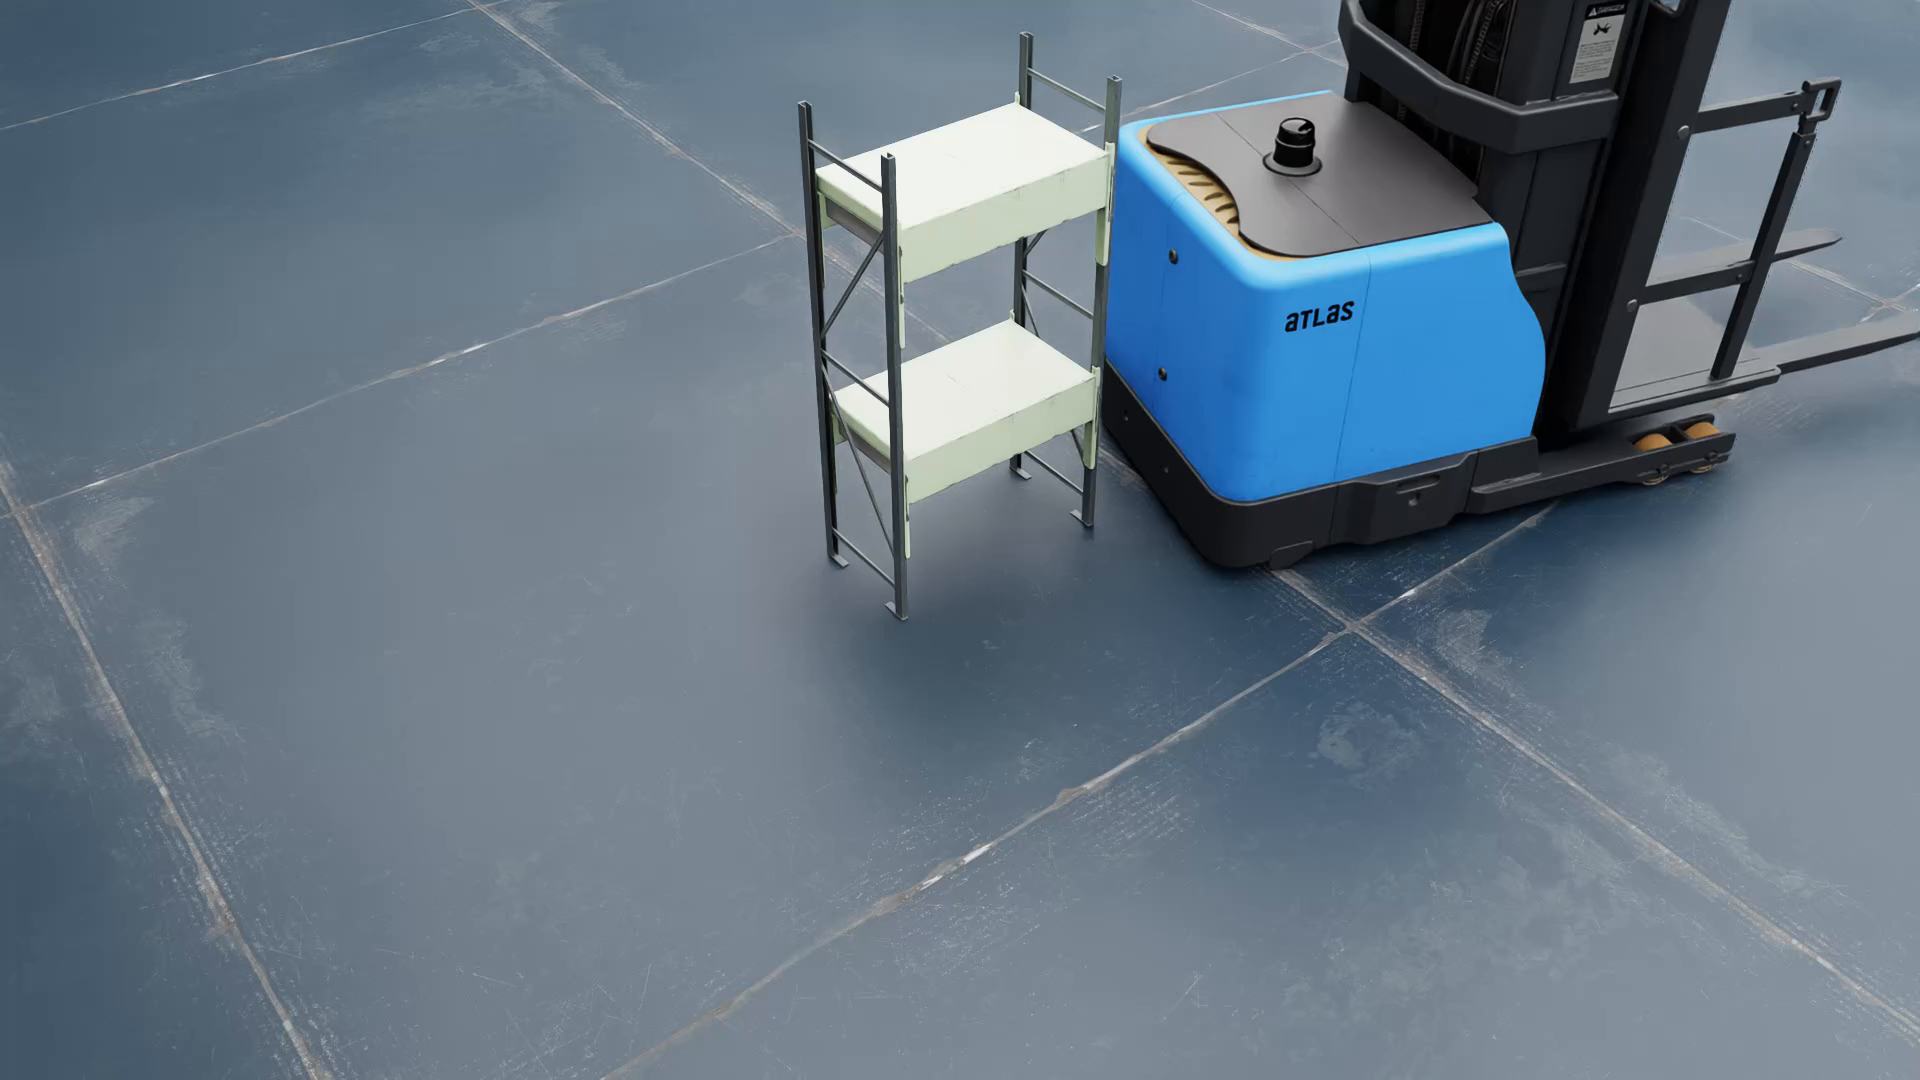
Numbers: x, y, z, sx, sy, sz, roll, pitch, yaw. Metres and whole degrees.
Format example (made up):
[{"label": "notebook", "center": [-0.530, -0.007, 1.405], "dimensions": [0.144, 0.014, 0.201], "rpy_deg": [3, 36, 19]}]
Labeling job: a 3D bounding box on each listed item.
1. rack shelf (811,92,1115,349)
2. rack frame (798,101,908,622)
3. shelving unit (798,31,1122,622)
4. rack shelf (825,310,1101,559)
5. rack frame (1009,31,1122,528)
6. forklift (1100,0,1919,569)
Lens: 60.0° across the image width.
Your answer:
[{"label": "rack shelf", "center": [0.005, -0.884, 4.530], "dimensions": [0.720, 0.370, 0.431], "rpy_deg": [-26, 46, -28]}, {"label": "rack frame", "center": [-0.285, -0.441, 4.605], "dimensions": [0.023, 1.500, 0.400], "rpy_deg": [-26, 46, -28]}, {"label": "shelving unit", "center": [0.005, -0.582, 4.777], "dimensions": [0.755, 1.500, 0.431], "rpy_deg": [-26, 46, -28]}, {"label": "rack shelf", "center": [0.005, -0.330, 4.984], "dimensions": [0.720, 0.370, 0.431], "rpy_deg": [-26, 46, -28]}, {"label": "rack frame", "center": [0.295, -0.724, 4.950], "dimensions": [0.023, 1.500, 0.400], "rpy_deg": [-26, 46, -28]}, {"label": "forklift", "center": [2.017, -1.616, 4.909], "dimensions": [3.031, 2.935, 1.130], "rpy_deg": [-13, 41, -15]}]
